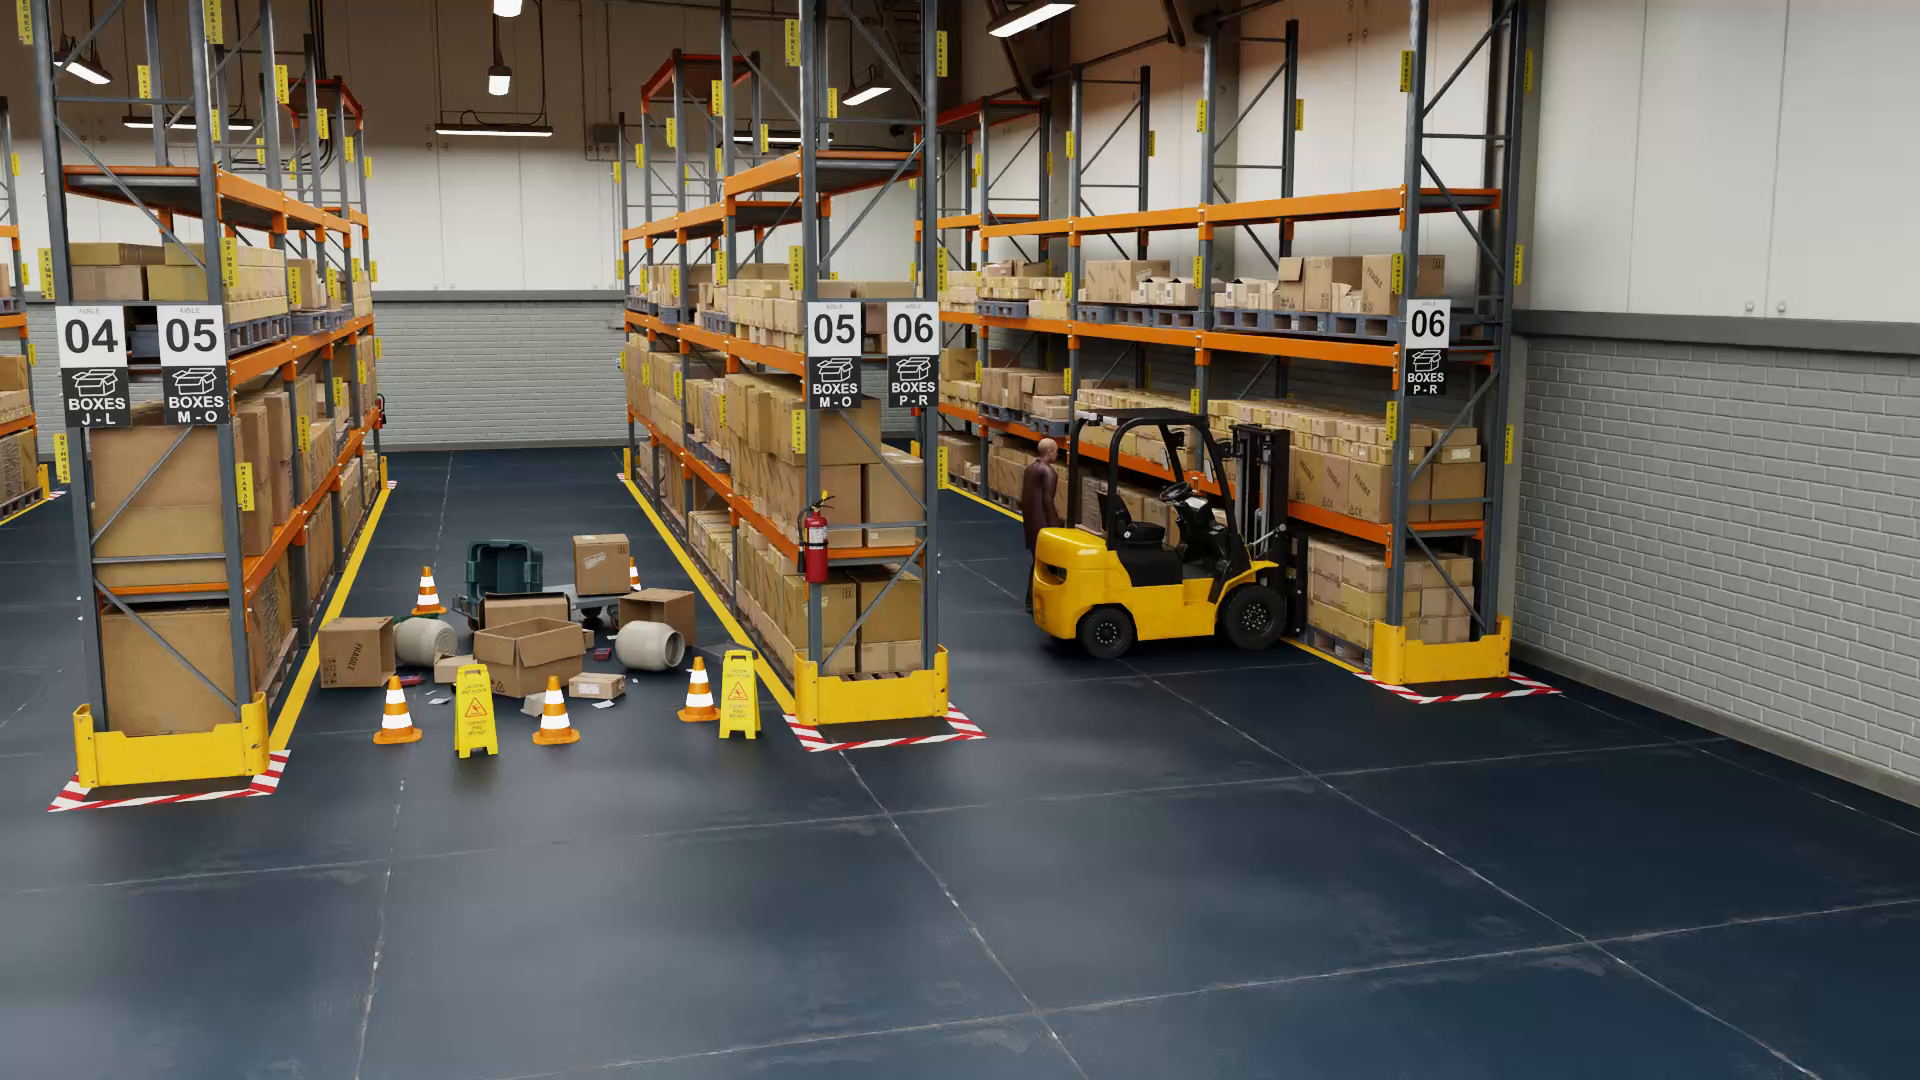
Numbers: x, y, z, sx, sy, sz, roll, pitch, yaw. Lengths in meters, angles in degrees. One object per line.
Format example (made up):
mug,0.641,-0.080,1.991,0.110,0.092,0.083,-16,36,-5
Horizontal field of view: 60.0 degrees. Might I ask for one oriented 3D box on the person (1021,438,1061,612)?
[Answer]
person,0.842,-0.140,16.795,0.426,1.773,0.652,-3,10,-19
